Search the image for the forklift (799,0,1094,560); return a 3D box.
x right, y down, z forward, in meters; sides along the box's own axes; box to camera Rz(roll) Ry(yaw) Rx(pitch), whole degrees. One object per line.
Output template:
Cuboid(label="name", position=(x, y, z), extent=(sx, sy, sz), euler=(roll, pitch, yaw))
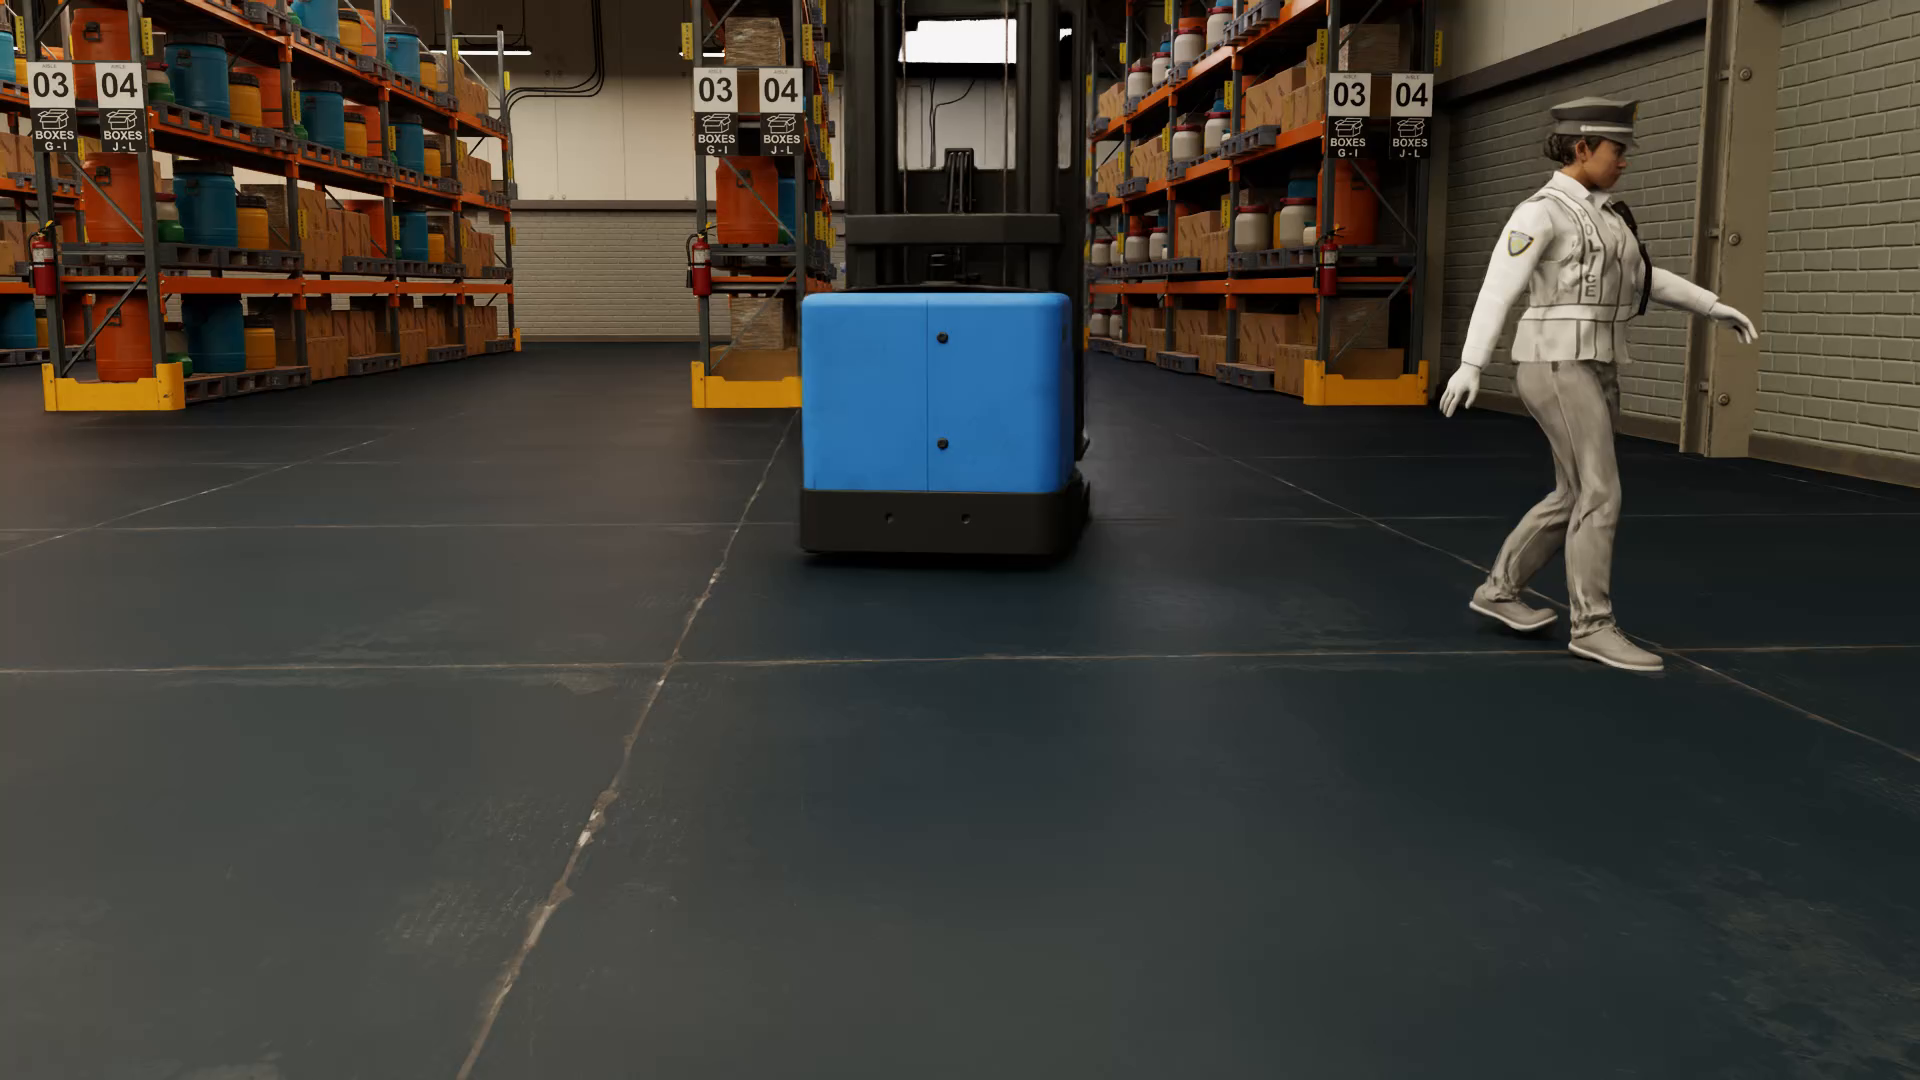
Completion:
Cuboid(label="forklift", position=(0.051, -1.549, 7.761), extent=(1.130, 2.935, 3.031), euler=(1, 9, 7))

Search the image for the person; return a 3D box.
Cuboid(label="person", position=(1.834, -0.471, 4.940), extent=(0.879, 1.650, 0.726), euler=(-8, 12, -44))
